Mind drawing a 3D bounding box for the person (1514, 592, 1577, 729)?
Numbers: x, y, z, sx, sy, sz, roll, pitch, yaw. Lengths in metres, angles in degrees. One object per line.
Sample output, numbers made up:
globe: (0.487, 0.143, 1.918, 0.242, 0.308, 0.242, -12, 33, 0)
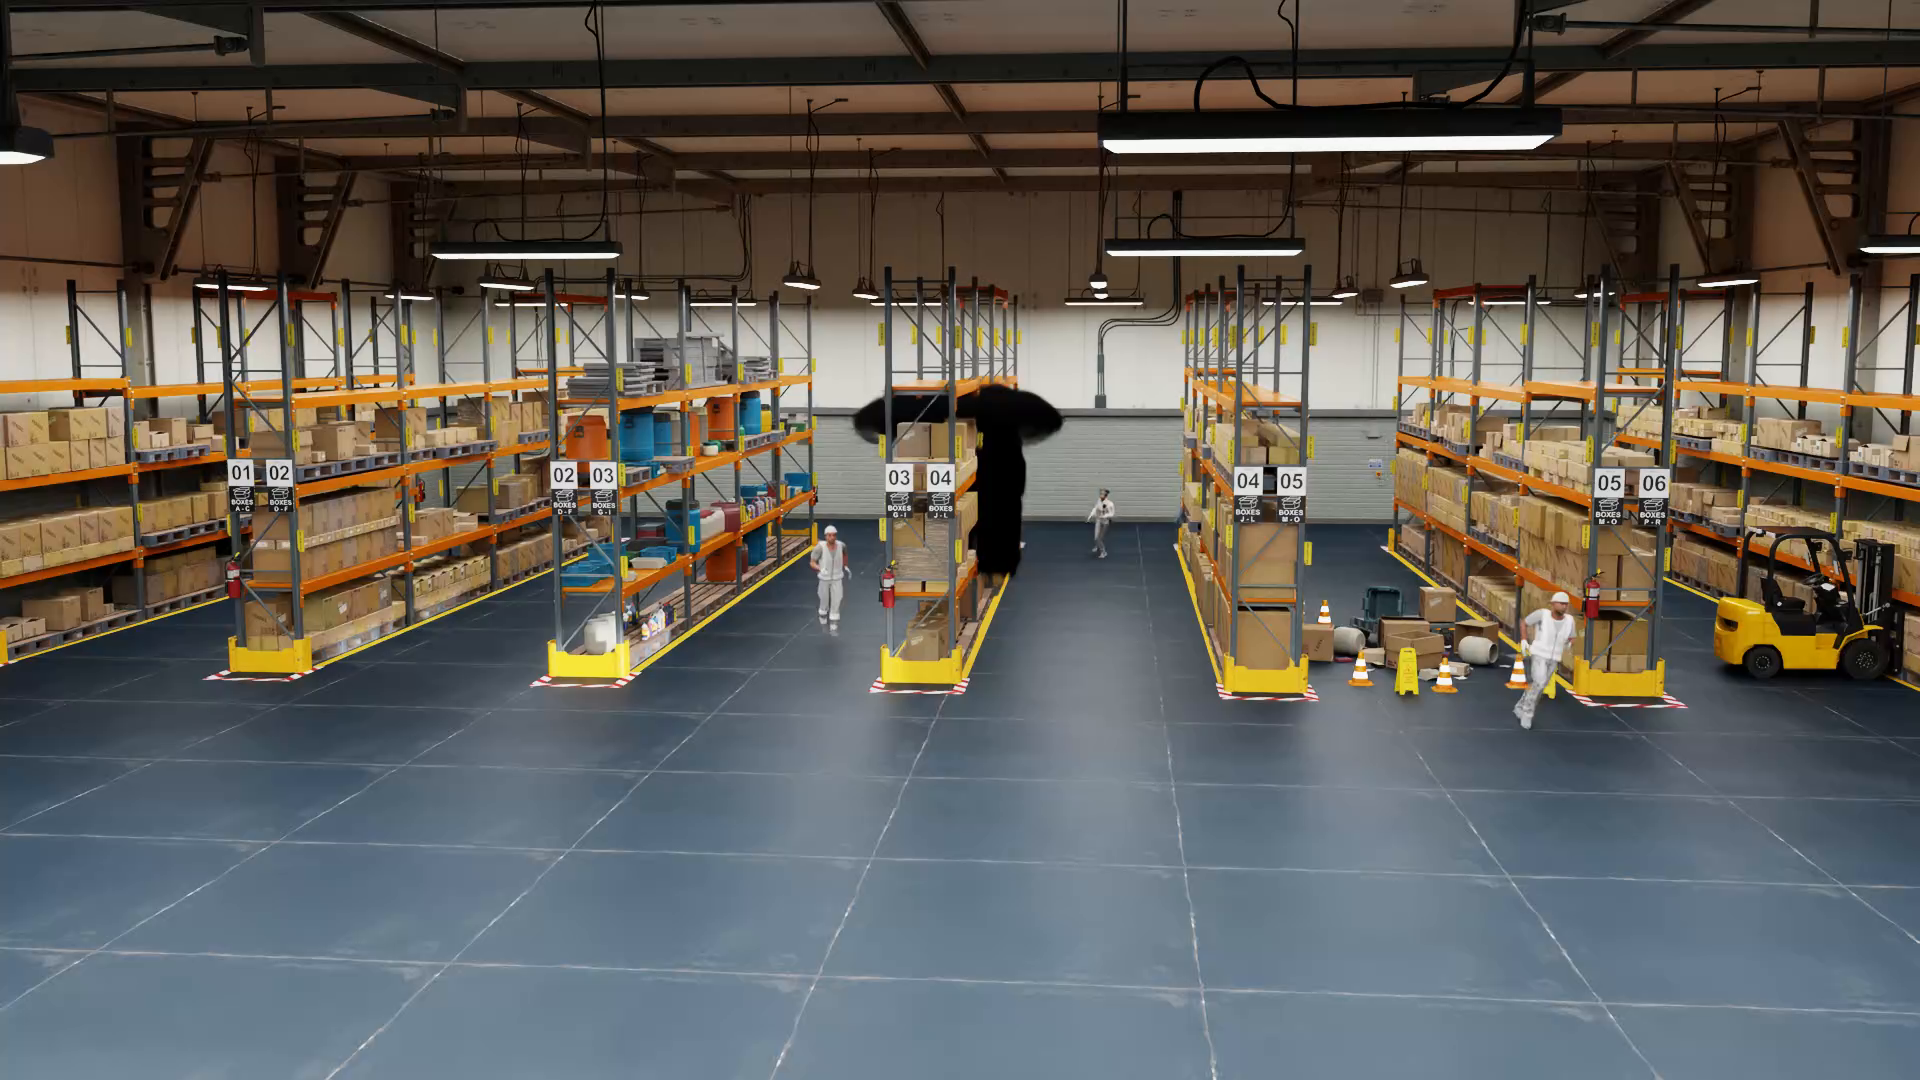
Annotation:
person: (7.527, 1.516, 21.464, 0.811, 1.727, 0.804, -1, 7, -11)

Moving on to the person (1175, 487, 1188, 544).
person: (5.611, -0.745, 40.379, 0.686, 1.828, 0.697, -2, 7, -17)

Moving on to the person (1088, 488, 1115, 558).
person: (3.262, -0.392, 38.057, 0.722, 1.629, 0.622, 4, 8, 29)

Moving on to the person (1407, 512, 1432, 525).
person: (11.178, -0.783, 40.356, 0.838, 1.832, 0.654, 0, 7, -3)

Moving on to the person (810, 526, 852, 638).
person: (-2.073, 0.647, 26.496, 0.674, 1.802, 0.883, -2, 7, -14)
